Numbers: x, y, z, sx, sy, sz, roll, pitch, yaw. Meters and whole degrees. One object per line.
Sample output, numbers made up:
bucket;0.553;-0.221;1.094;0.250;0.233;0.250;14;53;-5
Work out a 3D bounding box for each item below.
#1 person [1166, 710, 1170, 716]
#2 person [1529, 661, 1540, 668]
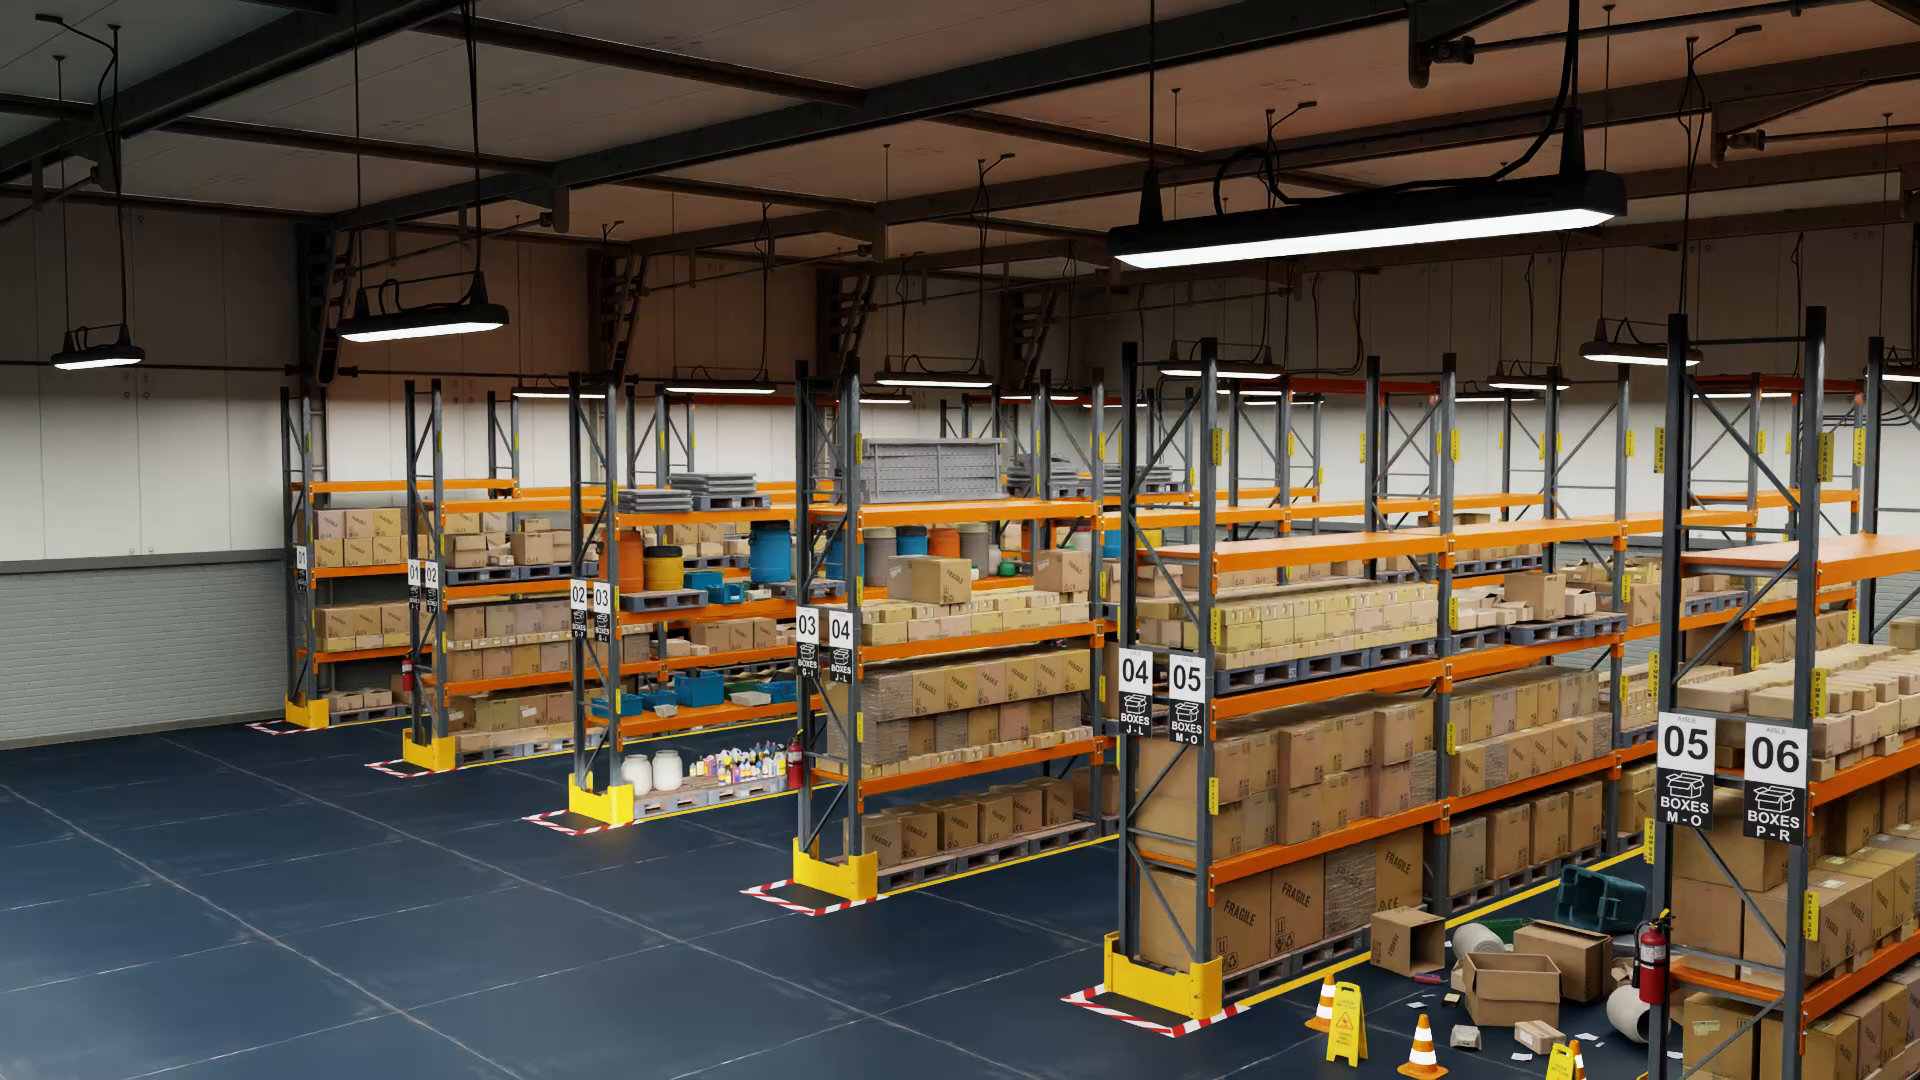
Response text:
person;2.626;2.941;20.624;0.924;1.745;0.572;-3;4;-35
person;8.970;2.703;26.057;0.407;1.597;0.440;-2;4;-25
